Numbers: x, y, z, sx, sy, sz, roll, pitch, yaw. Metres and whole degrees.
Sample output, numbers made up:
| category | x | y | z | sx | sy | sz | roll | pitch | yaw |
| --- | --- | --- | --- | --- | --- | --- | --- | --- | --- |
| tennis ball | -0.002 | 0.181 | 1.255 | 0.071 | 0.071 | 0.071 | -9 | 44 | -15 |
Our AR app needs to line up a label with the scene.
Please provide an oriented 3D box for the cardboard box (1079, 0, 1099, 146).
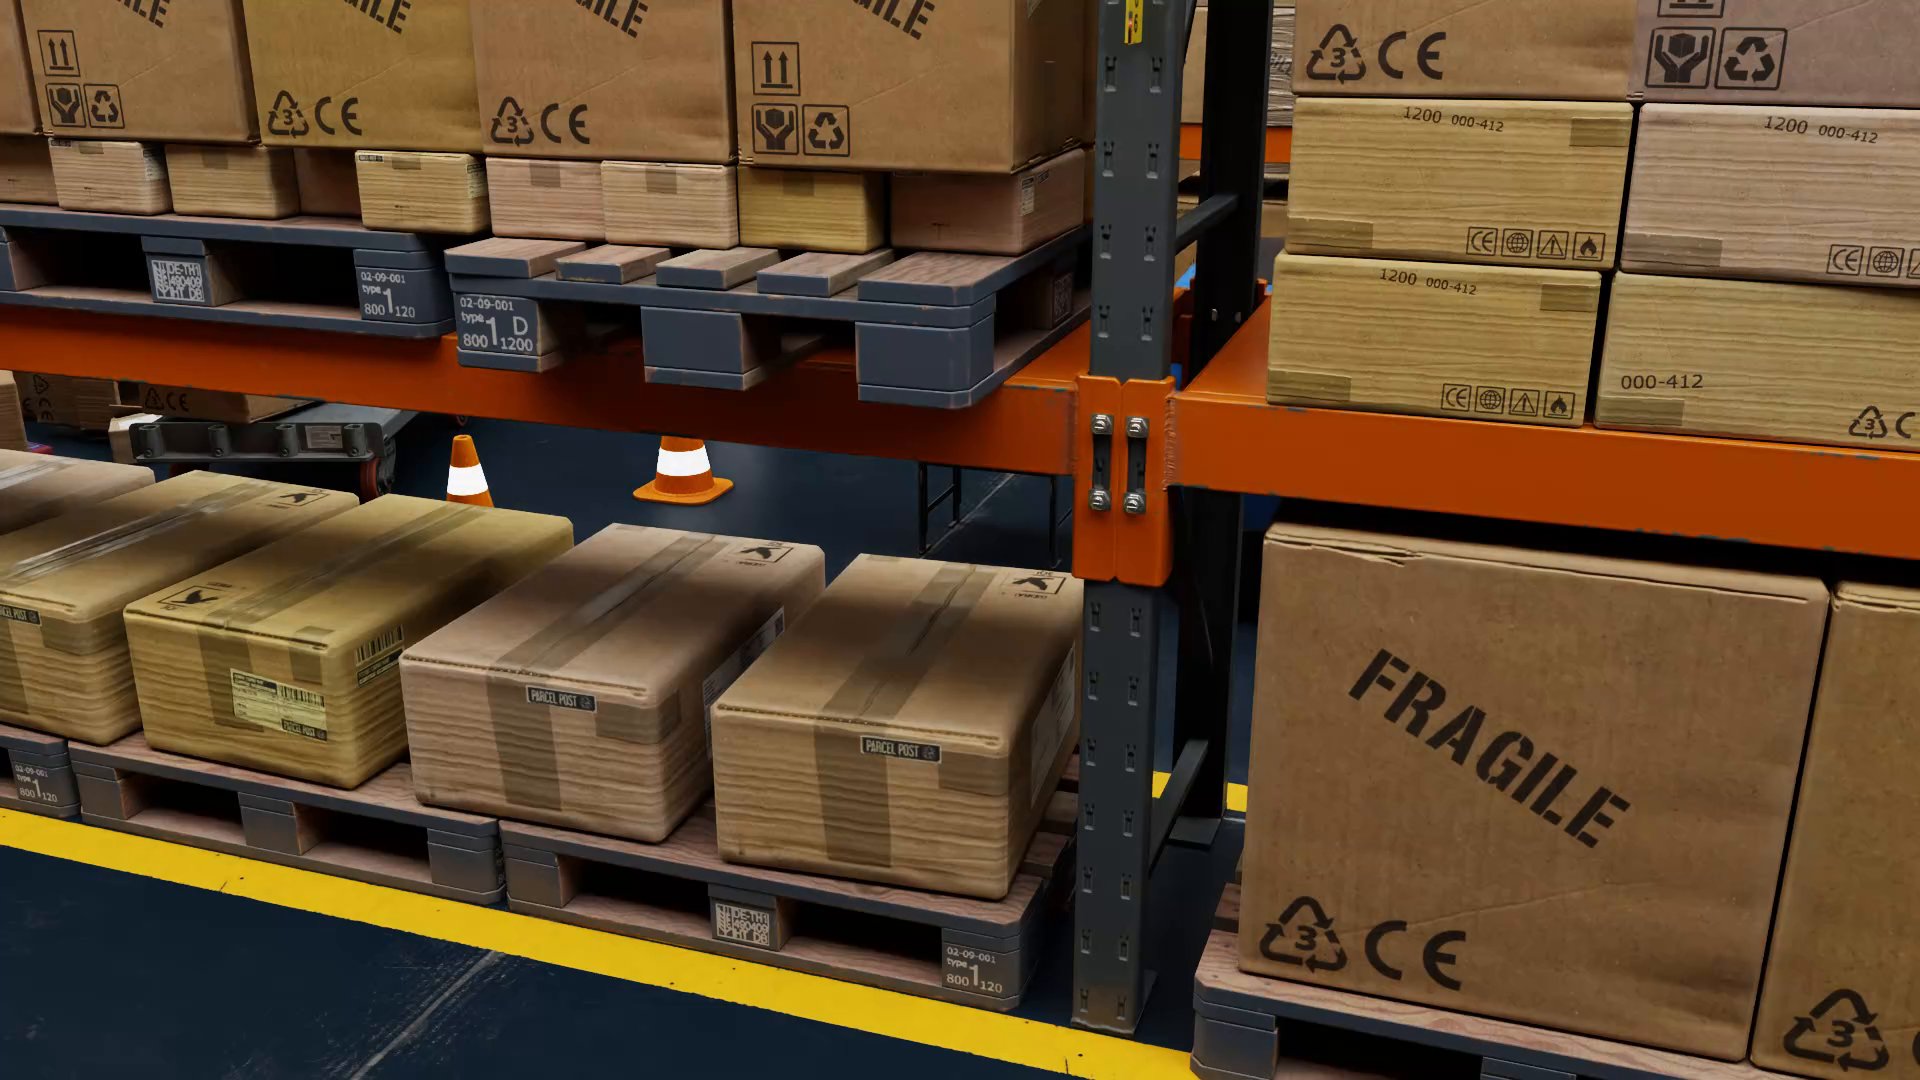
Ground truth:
| category | x | y | z | sx | sy | sz | roll | pitch | yaw |
| --- | --- | --- | --- | --- | --- | --- | --- | --- | --- |
| cardboard box | 0.094 | -1.104 | 3.445 | 0.500 | 0.500 | 0.500 | 6 | 20 | 17 |

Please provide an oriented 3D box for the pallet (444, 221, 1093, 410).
| category | x | y | z | sx | sy | sz | roll | pitch | yaw |
| --- | --- | --- | --- | --- | --- | --- | --- | --- | --- |
| pallet | -0.265 | -0.551 | 3.391 | 1.003 | 0.211 | 1.213 | 7 | 20 | 18 |

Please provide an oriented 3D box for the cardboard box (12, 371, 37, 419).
| category | x | y | z | sx | sy | sz | roll | pitch | yaw |
| --- | --- | --- | --- | --- | --- | --- | --- | --- | --- |
| cardboard box | -4.624 | -0.880 | 7.838 | 0.637 | 0.503 | 0.797 | -7 | 20 | -20 |

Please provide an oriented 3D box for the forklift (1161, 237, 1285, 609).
| category | x | y | z | sx | sy | sz | roll | pitch | yaw |
| --- | --- | --- | --- | --- | --- | --- | --- | --- | --- |
| forklift | 2.213 | -1.177 | 5.001 | 3.031 | 2.935 | 1.130 | 5 | 20 | 15 |

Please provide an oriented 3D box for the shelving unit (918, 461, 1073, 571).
| category | x | y | z | sx | sy | sz | roll | pitch | yaw |
| --- | --- | --- | --- | --- | --- | --- | --- | --- | --- |
| shelving unit | 0.156 | -0.974 | 5.679 | 0.503 | 2.100 | 0.431 | 7 | 20 | 18 |

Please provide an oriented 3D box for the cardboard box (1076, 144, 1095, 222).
| category | x | y | z | sx | sy | sz | roll | pitch | yaw |
| --- | --- | --- | --- | --- | --- | --- | --- | --- | --- |
| cardboard box | 0.197 | -0.770 | 3.472 | 0.250 | 0.149 | 0.380 | 5 | 20 | 15 |

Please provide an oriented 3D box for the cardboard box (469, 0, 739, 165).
| category | x | y | z | sx | sy | sz | roll | pitch | yaw |
| --- | --- | --- | --- | --- | --- | --- | --- | --- | --- |
| cardboard box | -0.569 | -0.999 | 3.142 | 0.500 | 0.500 | 0.500 | 6 | 20 | 17 |

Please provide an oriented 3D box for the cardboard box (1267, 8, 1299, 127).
| category | x | y | z | sx | sy | sz | roll | pitch | yaw |
| --- | --- | --- | --- | --- | --- | --- | --- | --- | --- |
| cardboard box | 1.459 | -2.160 | 7.564 | 0.500 | 0.500 | 0.500 | 7 | 20 | 18 |

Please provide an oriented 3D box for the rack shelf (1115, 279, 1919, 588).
| category | x | y | z | sx | sy | sz | roll | pitch | yaw |
| --- | --- | --- | --- | --- | --- | --- | --- | --- | --- |
| rack shelf | 2.333 | -0.042 | 2.732 | 4.000 | 0.370 | 1.077 | 7 | 20 | 18 |

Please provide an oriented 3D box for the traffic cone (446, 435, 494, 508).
| category | x | y | z | sx | sy | sz | roll | pitch | yaw |
| --- | --- | --- | --- | --- | --- | --- | --- | --- | --- |
| traffic cone | -1.704 | -0.133 | 5.755 | 0.334 | 0.463 | 0.336 | 7 | 20 | 18 |

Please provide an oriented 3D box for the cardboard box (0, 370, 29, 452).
| category | x | y | z | sx | sy | sz | roll | pitch | yaw |
| --- | --- | --- | --- | --- | --- | --- | --- | --- | --- |
| cardboard box | -3.901 | -0.389 | 6.430 | 0.500 | 0.500 | 0.500 | -11 | 22 | -29 |

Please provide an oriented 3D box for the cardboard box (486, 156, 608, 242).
| category | x | y | z | sx | sy | sz | roll | pitch | yaw |
| --- | --- | --- | --- | --- | --- | --- | --- | --- | --- |
| cardboard box | -0.708 | -0.689 | 3.239 | 0.250 | 0.149 | 0.380 | 6 | 20 | 15 |

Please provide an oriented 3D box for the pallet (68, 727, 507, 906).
| category | x | y | z | sx | sy | sz | roll | pitch | yaw |
| --- | --- | --- | --- | --- | --- | --- | --- | --- | --- |
| pallet | -1.443 | 0.502 | 4.316 | 1.213 | 0.211 | 1.003 | 7 | 20 | 18 |

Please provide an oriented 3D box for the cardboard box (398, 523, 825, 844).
| category | x | y | z | sx | sy | sz | roll | pitch | yaw |
| --- | --- | --- | --- | --- | --- | --- | --- | --- | --- |
| cardboard box | -0.787 | 0.304 | 4.003 | 0.625 | 0.372 | 0.950 | 6 | 20 | 17 |

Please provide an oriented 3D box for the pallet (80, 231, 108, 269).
| category | x | y | z | sx | sy | sz | roll | pitch | yaw |
| --- | --- | --- | --- | --- | --- | --- | --- | --- | --- |
| pallet | -2.661 | -0.811 | 4.138 | 1.213 | 0.211 | 1.003 | 7 | 20 | 18 |

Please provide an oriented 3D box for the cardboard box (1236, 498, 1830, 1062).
| category | x | y | z | sx | sy | sz | roll | pitch | yaw |
| --- | --- | --- | --- | --- | --- | --- | --- | --- | --- |
| cardboard box | 1.069 | 0.308 | 3.226 | 0.875 | 0.875 | 0.875 | 6 | 20 | 18 |

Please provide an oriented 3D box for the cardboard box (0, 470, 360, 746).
| category | x | y | z | sx | sy | sz | roll | pitch | yaw |
| --- | --- | --- | --- | --- | --- | --- | --- | --- | --- |
| cardboard box | -2.159 | 0.145 | 4.457 | 0.625 | 0.372 | 0.950 | 8 | 21 | 21 |

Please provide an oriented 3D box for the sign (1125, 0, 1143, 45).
| category | x | y | z | sx | sy | sz | roll | pitch | yaw |
| --- | --- | --- | --- | --- | --- | --- | --- | --- | --- |
| sign | 0.274 | -0.937 | 2.569 | 0.005 | 0.325 | 0.100 | 7 | 20 | 18 |

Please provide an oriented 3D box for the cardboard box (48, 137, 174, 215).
| category | x | y | z | sx | sy | sz | roll | pitch | yaw |
| --- | --- | --- | --- | --- | --- | --- | --- | --- | --- |
| cardboard box | -1.695 | -0.802 | 3.564 | 0.250 | 0.149 | 0.380 | 7 | 21 | 20 |

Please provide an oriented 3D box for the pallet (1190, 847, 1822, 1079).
| category | x | y | z | sx | sy | sz | roll | pitch | yaw |
| --- | --- | --- | --- | --- | --- | --- | --- | --- | --- |
| pallet | 1.163 | 0.828 | 3.381 | 1.213 | 0.211 | 1.003 | 7 | 20 | 18 |

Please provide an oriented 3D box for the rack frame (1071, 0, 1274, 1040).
| category | x | y | z | sx | sy | sz | roll | pitch | yaw |
| --- | --- | --- | --- | --- | --- | --- | --- | --- | --- |
| rack frame | 0.443 | -0.598 | 3.234 | 0.127 | 3.000 | 1.000 | 7 | 20 | 18 |

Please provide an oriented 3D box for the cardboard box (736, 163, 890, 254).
| category | x | y | z | sx | sy | sz | roll | pitch | yaw |
| --- | --- | --- | --- | --- | --- | --- | --- | --- | --- |
| cardboard box | -0.220 | -0.646 | 3.116 | 0.250 | 0.149 | 0.380 | 7 | 20 | 19 |

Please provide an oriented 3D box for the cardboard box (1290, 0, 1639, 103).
| category | x | y | z | sx | sy | sz | roll | pitch | yaw |
| --- | --- | --- | --- | --- | --- | --- | --- | --- | --- |
| cardboard box | 0.829 | -0.988 | 2.682 | 0.500 | 0.500 | 0.500 | 6 | 20 | 16 |

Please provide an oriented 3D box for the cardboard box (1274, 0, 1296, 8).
| category | x | y | z | sx | sy | sz | roll | pitch | yaw |
| --- | --- | --- | --- | --- | --- | --- | --- | --- | --- |
| cardboard box | 1.552 | -2.719 | 7.647 | 0.500 | 0.500 | 0.700 | 6 | 20 | 18 |

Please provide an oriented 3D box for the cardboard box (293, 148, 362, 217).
| category | x | y | z | sx | sy | sz | roll | pitch | yaw |
| --- | --- | --- | --- | --- | --- | --- | --- | --- | --- |
| cardboard box | -1.169 | -0.781 | 3.502 | 0.250 | 0.149 | 0.380 | 7 | 20 | 18 |

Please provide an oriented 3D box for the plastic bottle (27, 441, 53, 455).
| category | x | y | z | sx | sy | sz | roll | pitch | yaw |
| --- | --- | --- | --- | --- | --- | --- | --- | --- | --- |
| plastic bottle | -3.939 | -0.365 | 7.030 | 0.283 | 0.061 | 0.133 | 10 | 22 | 27 |

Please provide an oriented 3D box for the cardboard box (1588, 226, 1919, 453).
| category | x | y | z | sx | sy | sz | roll | pitch | yaw |
| --- | --- | --- | --- | --- | --- | --- | --- | --- | --- |
| cardboard box | 1.314 | -0.346 | 2.739 | 0.500 | 0.250 | 0.500 | 6 | 20 | 16 |

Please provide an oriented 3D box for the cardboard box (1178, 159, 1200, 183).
| category | x | y | z | sx | sy | sz | roll | pitch | yaw |
| --- | --- | --- | --- | --- | --- | --- | --- | --- | --- |
| cardboard box | 1.990 | -2.888 | 12.932 | 0.500 | 0.500 | 0.700 | 8 | 21 | 23 |

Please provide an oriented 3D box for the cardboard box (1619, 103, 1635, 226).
| category | x | y | z | sx | sy | sz | roll | pitch | yaw |
| --- | --- | --- | --- | --- | --- | --- | --- | --- | --- |
| cardboard box | 1.470 | -0.735 | 3.097 | 0.500 | 0.250 | 0.500 | 6 | 20 | 17 |

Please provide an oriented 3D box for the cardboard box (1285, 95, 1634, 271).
| category | x | y | z | sx | sy | sz | roll | pitch | yaw |
| --- | --- | --- | --- | --- | --- | --- | --- | --- | --- |
| cardboard box | 0.841 | -0.631 | 2.799 | 0.500 | 0.250 | 0.500 | 6 | 20 | 18 |

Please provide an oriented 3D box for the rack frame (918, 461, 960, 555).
| category | x | y | z | sx | sy | sz | roll | pitch | yaw |
| --- | --- | --- | --- | --- | --- | --- | --- | --- | --- |
| rack frame | -0.074 | -1.000 | 5.755 | 0.015 | 2.100 | 0.400 | 7 | 20 | 18 |

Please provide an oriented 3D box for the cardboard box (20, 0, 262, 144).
| category | x | y | z | sx | sy | sz | roll | pitch | yaw |
| --- | --- | --- | --- | --- | --- | --- | --- | --- | --- |
| cardboard box | -1.562 | -1.112 | 3.468 | 0.500 | 0.500 | 0.500 | 6 | 20 | 16 |
